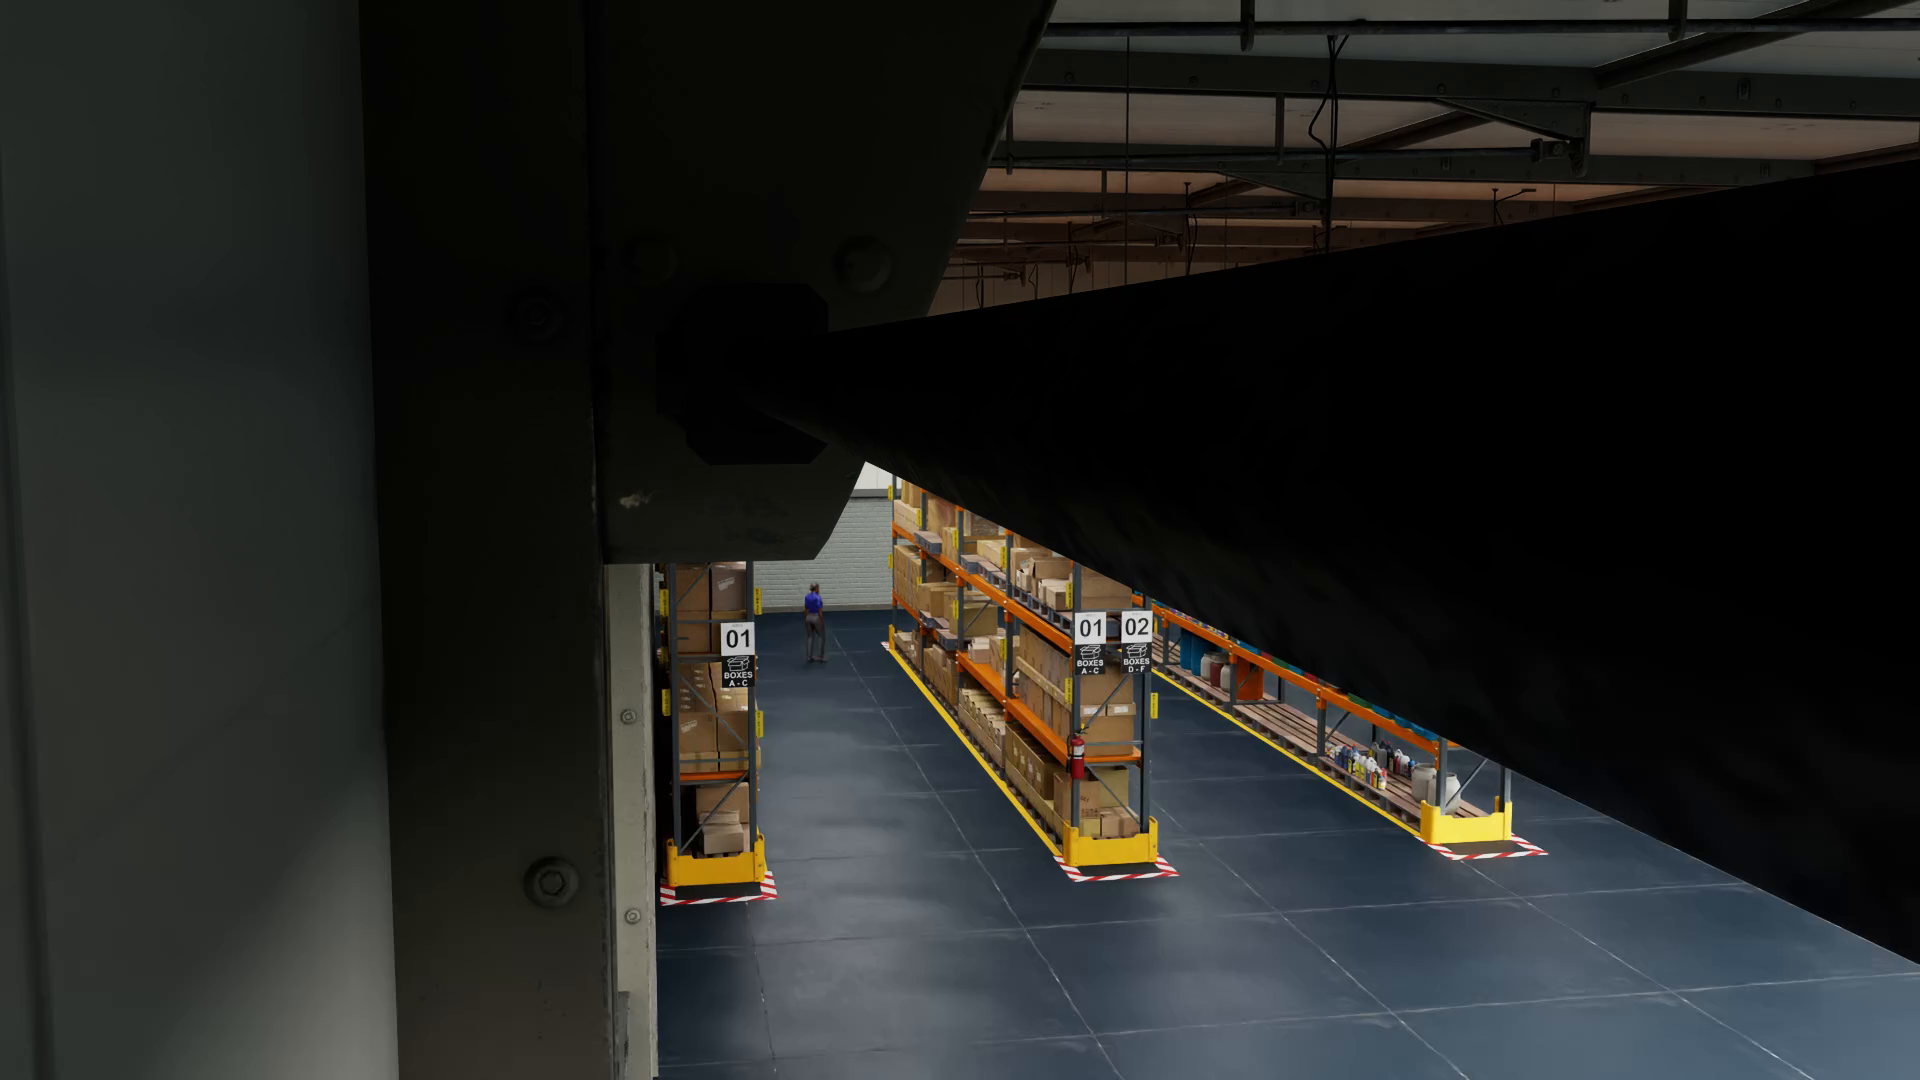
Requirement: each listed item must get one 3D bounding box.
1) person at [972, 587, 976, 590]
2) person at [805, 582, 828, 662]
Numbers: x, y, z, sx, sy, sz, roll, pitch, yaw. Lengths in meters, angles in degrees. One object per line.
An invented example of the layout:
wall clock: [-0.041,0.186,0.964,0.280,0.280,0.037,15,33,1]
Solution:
person: [0.234,1.064,41.118,0.920,1.634,0.465,1,6,13]
person: [-3.072,1.746,35.010,0.539,1.715,0.390,5,8,36]
